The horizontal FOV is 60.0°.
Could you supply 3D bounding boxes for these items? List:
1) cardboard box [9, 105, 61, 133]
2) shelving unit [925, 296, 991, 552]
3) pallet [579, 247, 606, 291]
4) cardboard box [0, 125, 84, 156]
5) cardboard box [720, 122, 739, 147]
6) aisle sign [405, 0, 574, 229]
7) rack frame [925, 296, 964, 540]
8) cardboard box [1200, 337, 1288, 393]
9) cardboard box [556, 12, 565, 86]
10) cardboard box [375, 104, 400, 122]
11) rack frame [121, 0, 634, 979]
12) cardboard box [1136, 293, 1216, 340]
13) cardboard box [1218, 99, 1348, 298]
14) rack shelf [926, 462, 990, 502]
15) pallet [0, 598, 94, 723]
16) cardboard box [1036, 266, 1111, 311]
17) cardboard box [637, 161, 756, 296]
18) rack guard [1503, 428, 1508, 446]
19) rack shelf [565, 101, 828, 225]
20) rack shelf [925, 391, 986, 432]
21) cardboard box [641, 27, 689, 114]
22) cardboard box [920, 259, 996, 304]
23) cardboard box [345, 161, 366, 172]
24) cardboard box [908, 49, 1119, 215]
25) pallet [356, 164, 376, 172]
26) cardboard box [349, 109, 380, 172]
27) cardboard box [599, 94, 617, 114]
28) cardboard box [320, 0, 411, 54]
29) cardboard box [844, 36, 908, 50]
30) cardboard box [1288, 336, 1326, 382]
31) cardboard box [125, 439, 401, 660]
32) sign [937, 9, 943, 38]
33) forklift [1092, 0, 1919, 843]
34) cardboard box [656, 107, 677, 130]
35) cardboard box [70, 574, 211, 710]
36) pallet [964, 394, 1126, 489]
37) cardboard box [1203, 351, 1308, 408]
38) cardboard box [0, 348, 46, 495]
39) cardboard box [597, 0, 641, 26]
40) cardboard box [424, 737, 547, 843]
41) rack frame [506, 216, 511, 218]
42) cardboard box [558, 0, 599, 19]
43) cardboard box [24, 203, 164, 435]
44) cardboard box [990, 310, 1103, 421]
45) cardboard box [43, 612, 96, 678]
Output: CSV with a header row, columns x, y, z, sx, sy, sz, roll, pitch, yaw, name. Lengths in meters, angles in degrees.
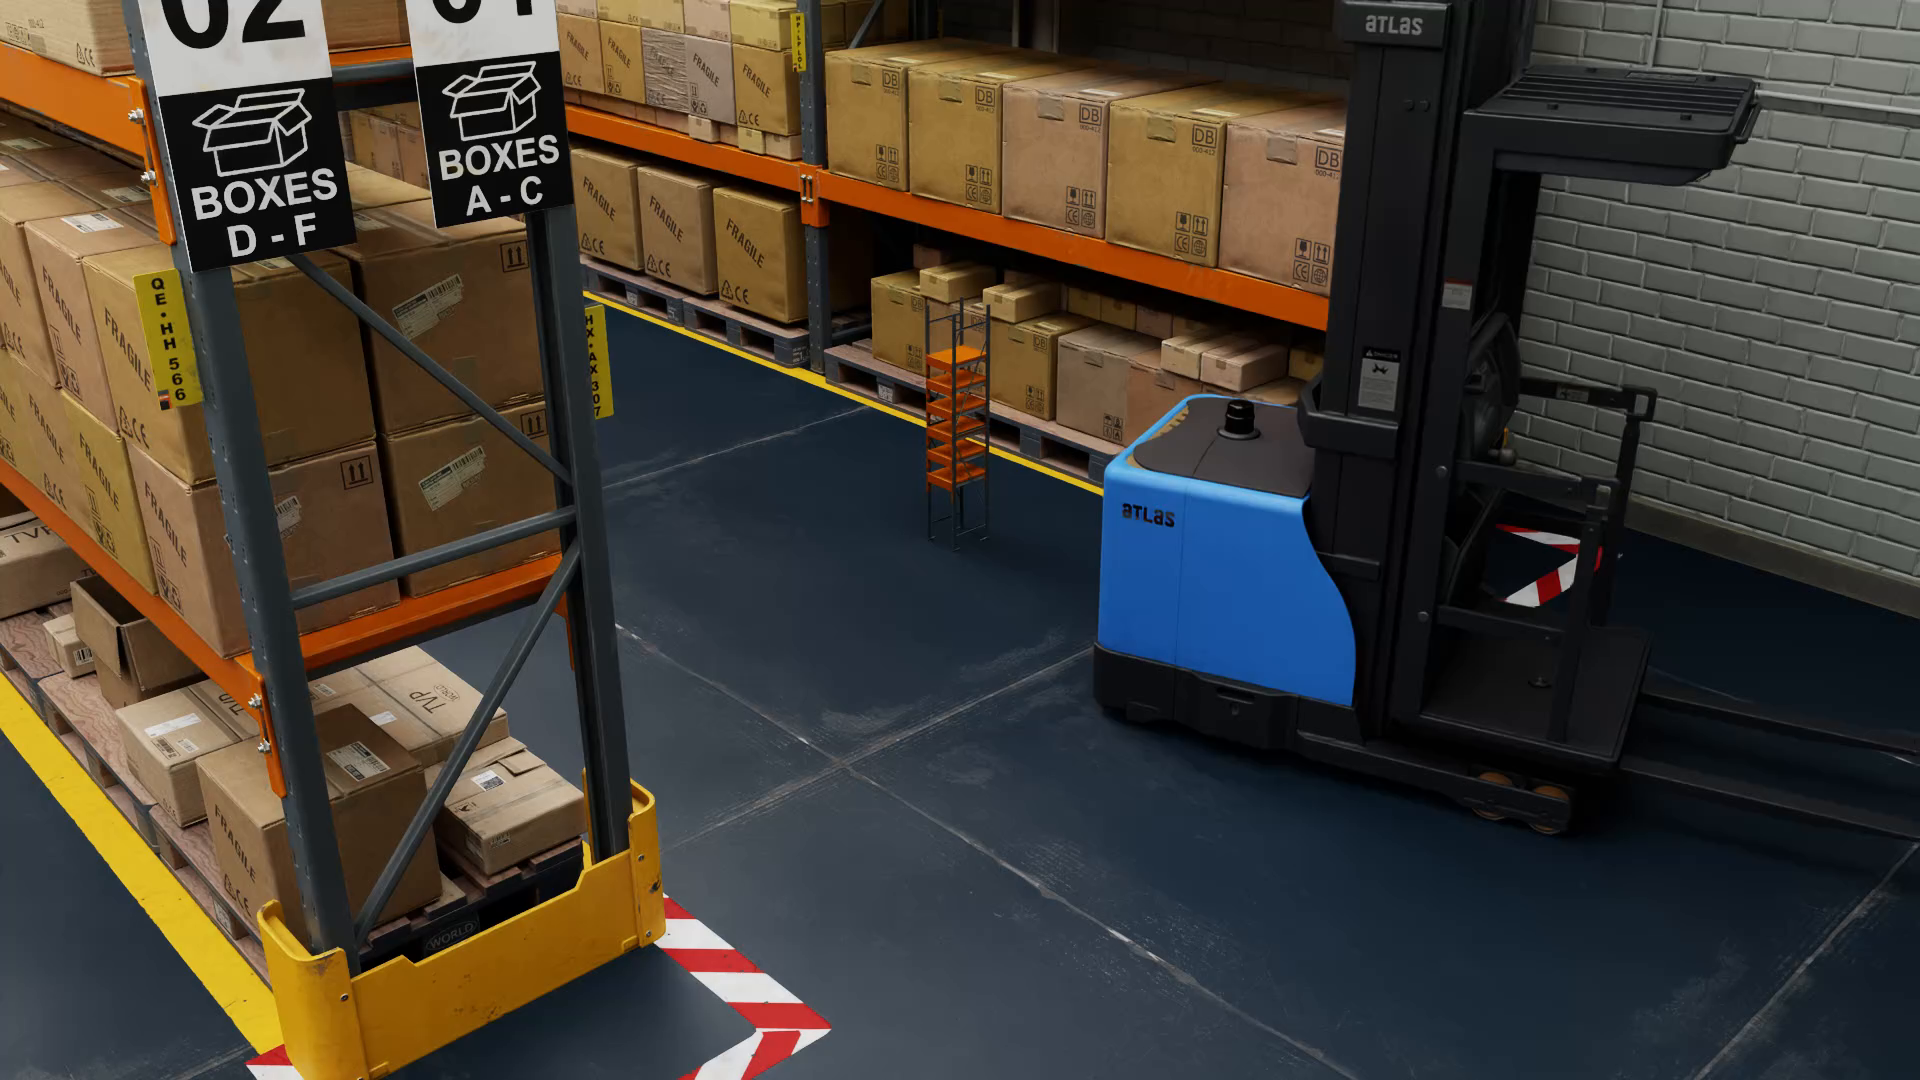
x,y,z,sx,sy,sz,roll,pitch,yaw,name
-3.275,-1.425,6.434,0.500,0.500,0.500,-22,32,-39,cardboard box
-0.010,-0.550,8.011,0.258,1.200,0.189,-21,32,-38,shelving unit
-2.798,-2.248,12.924,1.003,0.211,1.213,-21,32,-38,pallet
-3.341,-1.125,5.776,0.500,0.500,0.500,-22,33,-40,cardboard box
-1.320,-2.643,10.708,0.380,0.149,0.250,-20,31,-37,cardboard box
-1.167,-1.192,4.117,0.394,0.787,0.004,-21,32,-38,aisle sign
-0.072,-0.578,8.071,0.240,1.200,0.006,-21,32,-38,rack frame
1.413,-0.873,8.274,0.380,0.149,0.250,-22,32,-39,cardboard box
-2.786,-3.586,11.993,0.500,0.500,0.500,-20,31,-37,cardboard box
-4.839,-3.886,14.732,0.500,0.250,0.500,-22,33,-40,cardboard box
-1.428,0.053,4.520,1.000,3.000,0.127,-21,32,-38,rack frame
1.174,-1.211,9.015,0.380,0.149,0.250,-21,32,-38,cardboard box
1.830,-1.641,7.873,0.980,0.700,0.700,-20,31,-36,cardboard box
-0.010,-0.291,8.129,0.258,0.103,0.180,-21,32,-38,rack shelf
-3.693,0.318,7.298,1.003,0.211,1.213,-21,32,-38,pallet
0.648,-1.443,9.524,0.380,0.149,0.250,-21,32,-38,cardboard box
-1.697,-2.207,11.557,0.750,0.750,0.750,-20,31,-37,cardboard box
2.202,-0.209,8.105,1.175,0.500,0.348,-21,32,-38,rack guard
-1.915,-2.844,11.737,1.077,0.370,4.000,-21,32,-38,rack shelf
-0.010,-0.619,7.979,0.258,0.103,0.180,-21,32,-38,rack shelf
-1.741,-3.130,10.994,0.500,0.500,0.500,-21,32,-38,cardboard box
-0.011,-1.503,9.655,0.380,0.149,0.250,-20,31,-37,cardboard box
-2.240,-0.966,5.428,0.500,0.500,0.500,-21,32,-38,cardboard box
0.306,-2.310,9.338,0.980,0.700,0.700,-22,33,-40,cardboard box
-5.483,-3.485,15.635,1.003,0.211,1.213,-21,32,-38,pallet
-5.111,-3.691,15.209,0.700,0.500,0.500,-22,32,-39,cardboard box
-2.326,-3.125,11.764,0.380,0.149,0.250,-21,32,-38,cardboard box
-1.593,-1.471,4.427,0.500,0.250,0.500,-21,32,-38,cardboard box
-0.679,-2.966,10.635,0.500,0.500,0.500,22,33,40,cardboard box
1.866,-0.905,8.344,0.380,0.149,0.250,-21,32,-38,cardboard box
-1.932,-0.051,4.627,0.500,0.500,0.500,-20,31,-37,cardboard box
-0.144,-3.153,10.409,0.100,0.325,0.005,-21,32,-38,sign
2.083,-0.535,5.891,3.031,2.935,1.130,12,27,25,forklift
-1.822,-2.879,11.226,0.380,0.149,0.250,-22,33,-40,cardboard box
-2.874,0.345,6.358,0.797,0.503,0.637,-21,32,-38,cardboard box
0.752,-0.674,9.474,1.003,0.211,1.213,-21,32,-38,pallet
1.634,-0.591,8.437,0.700,0.500,0.500,-21,32,-38,cardboard box
-2.971,-0.513,5.639,0.500,0.500,0.500,-22,32,-39,cardboard box
-2.094,-3.632,11.190,0.500,0.250,0.500,-22,33,-39,cardboard box
-1.634,0.842,5.674,0.380,0.166,0.250,-21,32,-38,cardboard box
-3.282,-3.777,12.915,1.000,3.000,0.127,-21,32,-38,rack frame
-2.448,-3.785,11.525,0.500,0.250,0.500,-21,32,-38,cardboard box
-2.279,-0.657,4.751,0.500,0.500,0.500,-20,31,-37,cardboard box
0.578,-1.054,9.452,0.700,0.500,0.500,-20,31,-37,cardboard box
-3.434,0.378,6.691,0.380,0.166,0.250,-21,32,-38,cardboard box
